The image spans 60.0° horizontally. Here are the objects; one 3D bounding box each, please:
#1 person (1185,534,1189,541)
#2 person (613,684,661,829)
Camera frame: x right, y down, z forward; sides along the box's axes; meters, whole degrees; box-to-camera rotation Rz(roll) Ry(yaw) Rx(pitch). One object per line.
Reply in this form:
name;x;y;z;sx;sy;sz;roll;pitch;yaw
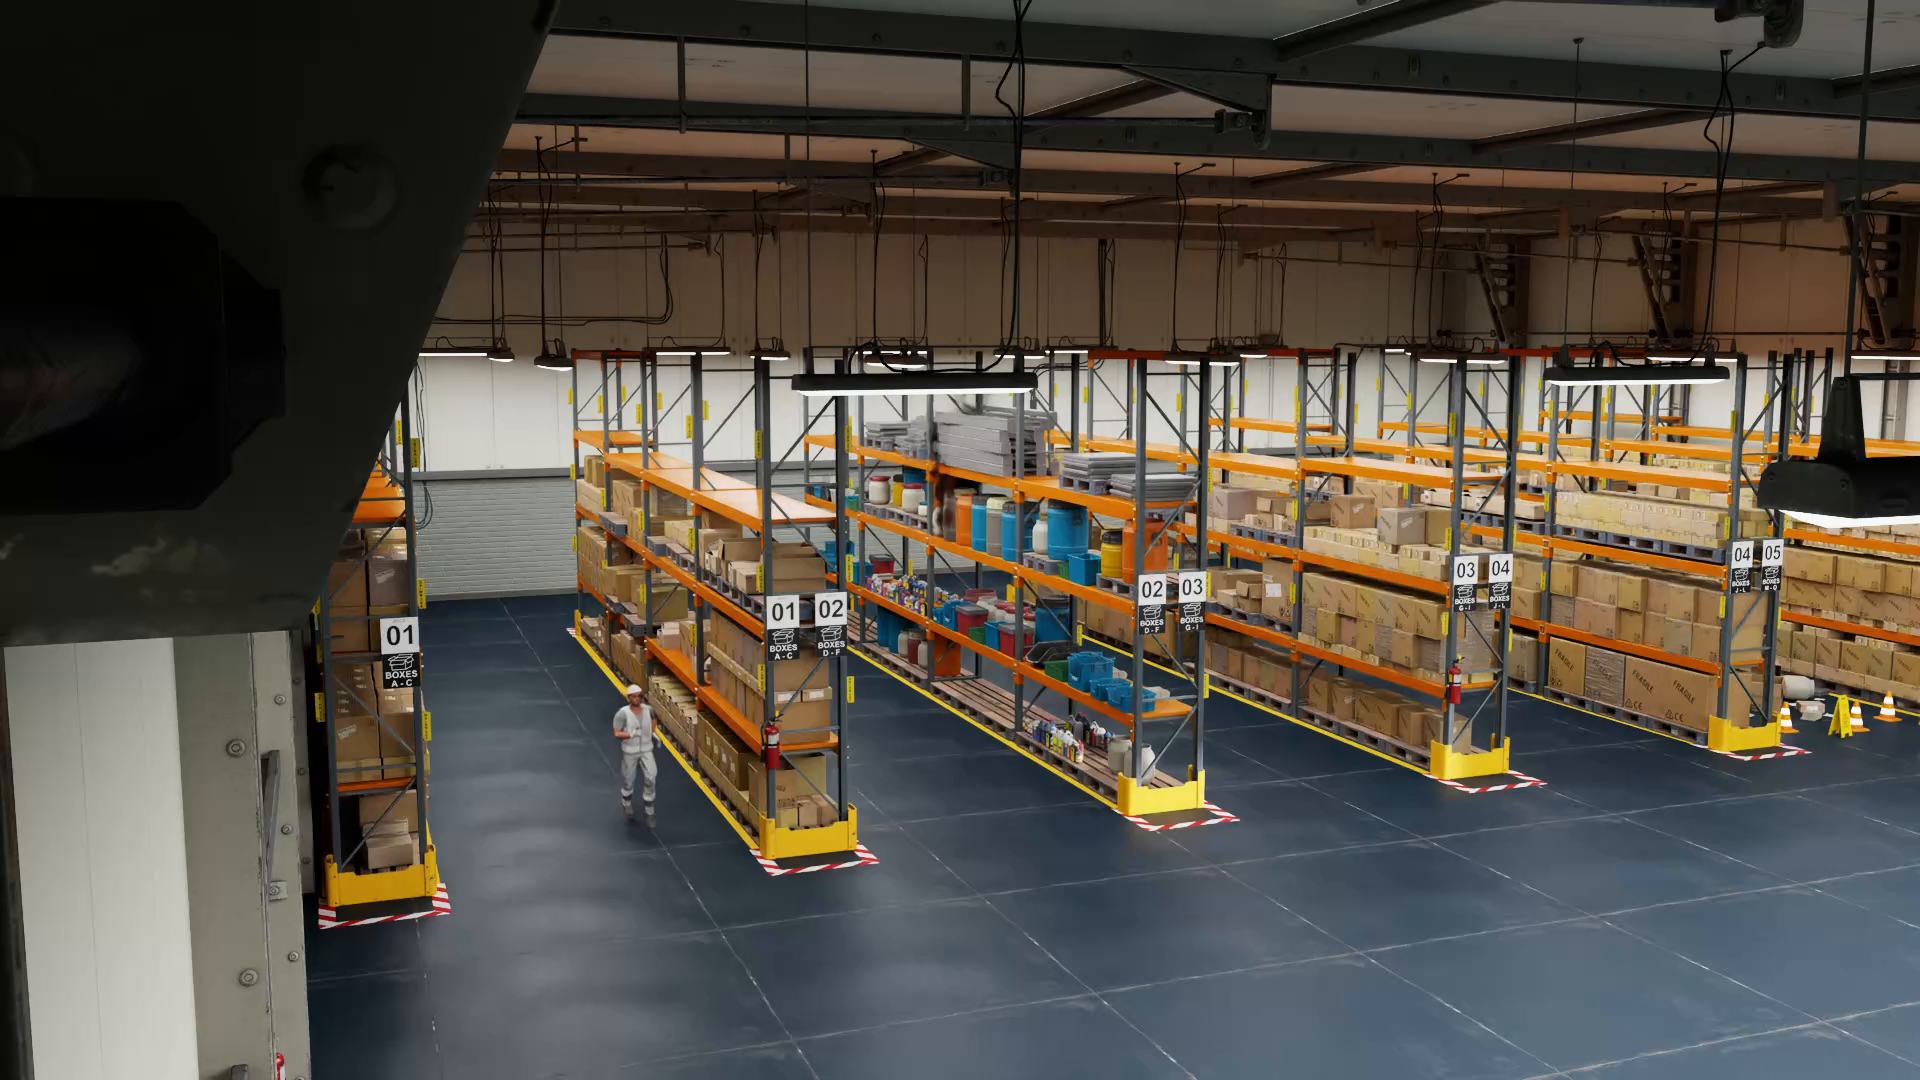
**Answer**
person;5.171;0.717;38.408;0.686;1.700;0.586;-2;7;-12
person;-4.169;2.772;21.494;0.648;1.845;0.799;-4;8;-26
